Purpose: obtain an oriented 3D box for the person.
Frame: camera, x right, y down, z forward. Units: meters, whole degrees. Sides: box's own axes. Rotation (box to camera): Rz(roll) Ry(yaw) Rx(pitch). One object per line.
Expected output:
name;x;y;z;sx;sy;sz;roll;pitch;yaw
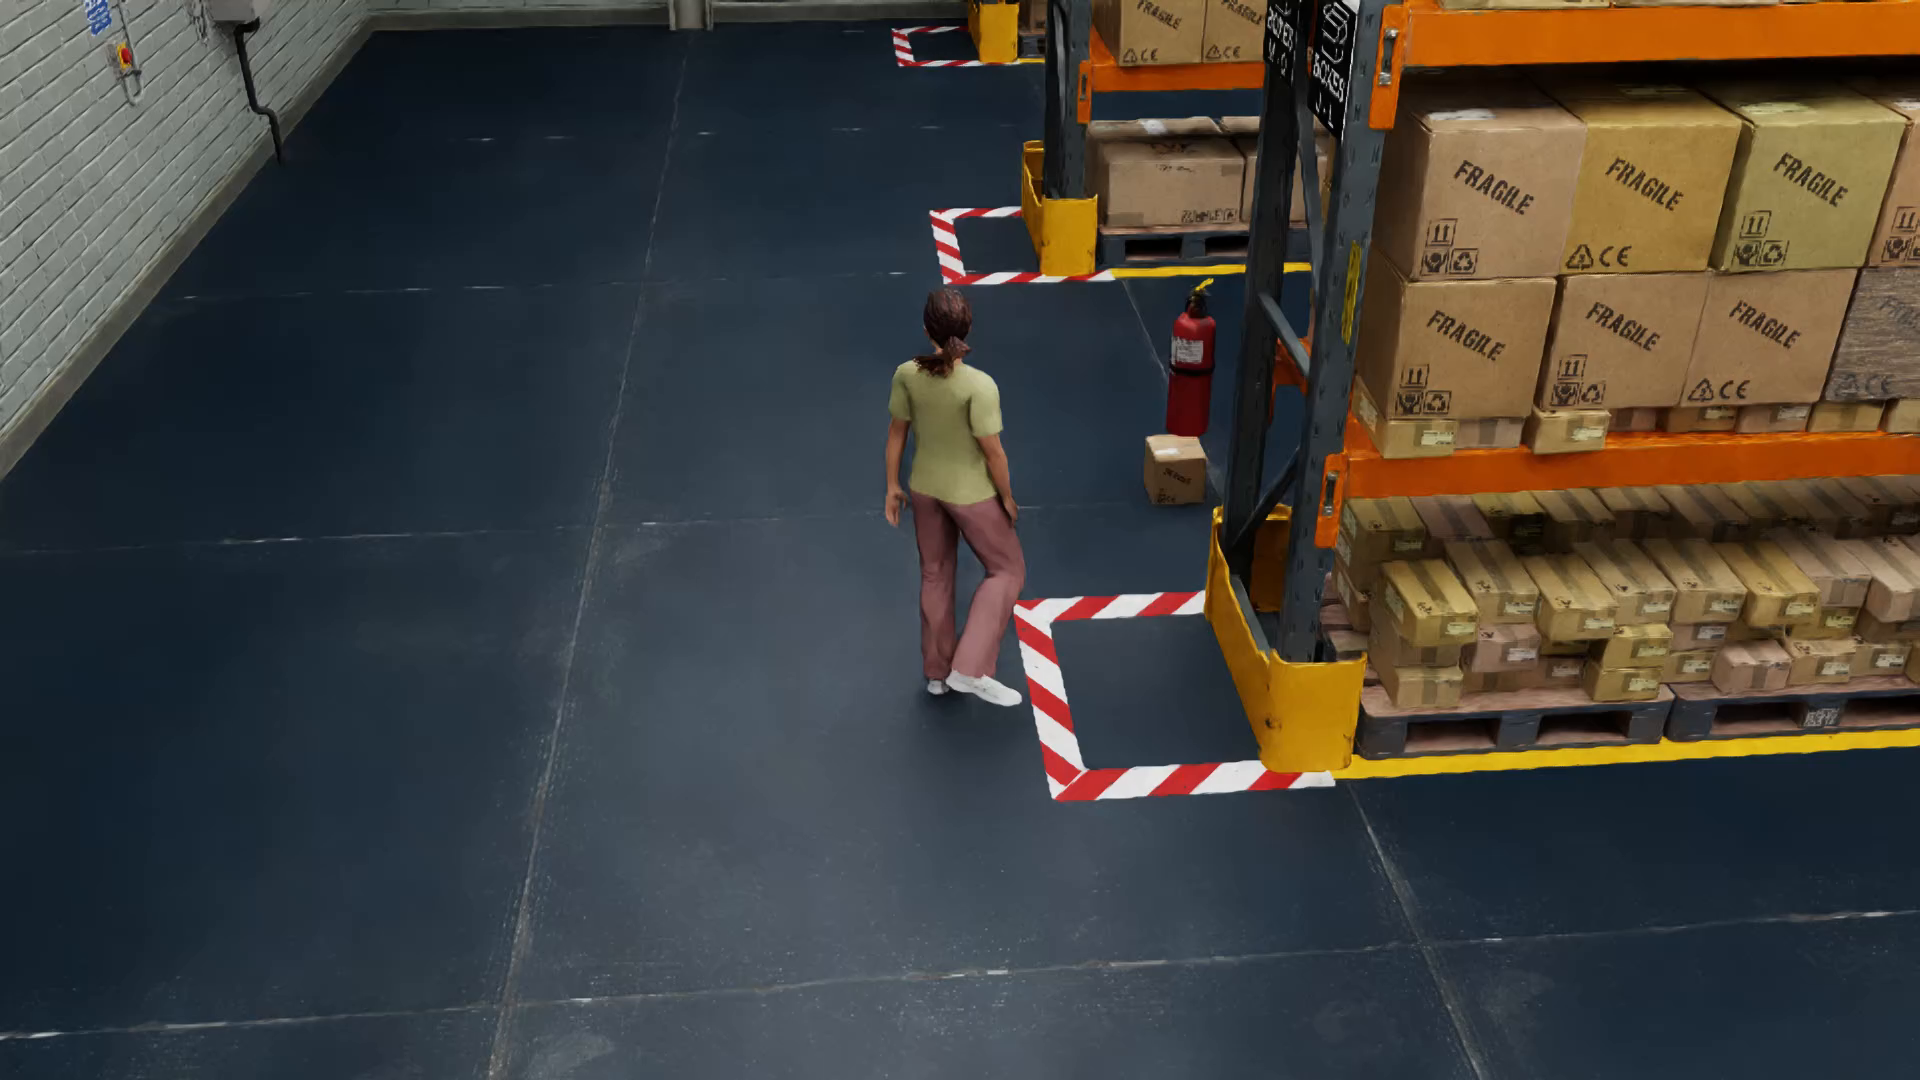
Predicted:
person;0.004;-0.022;6.384;0.633;1.414;0.426;16;35;25
